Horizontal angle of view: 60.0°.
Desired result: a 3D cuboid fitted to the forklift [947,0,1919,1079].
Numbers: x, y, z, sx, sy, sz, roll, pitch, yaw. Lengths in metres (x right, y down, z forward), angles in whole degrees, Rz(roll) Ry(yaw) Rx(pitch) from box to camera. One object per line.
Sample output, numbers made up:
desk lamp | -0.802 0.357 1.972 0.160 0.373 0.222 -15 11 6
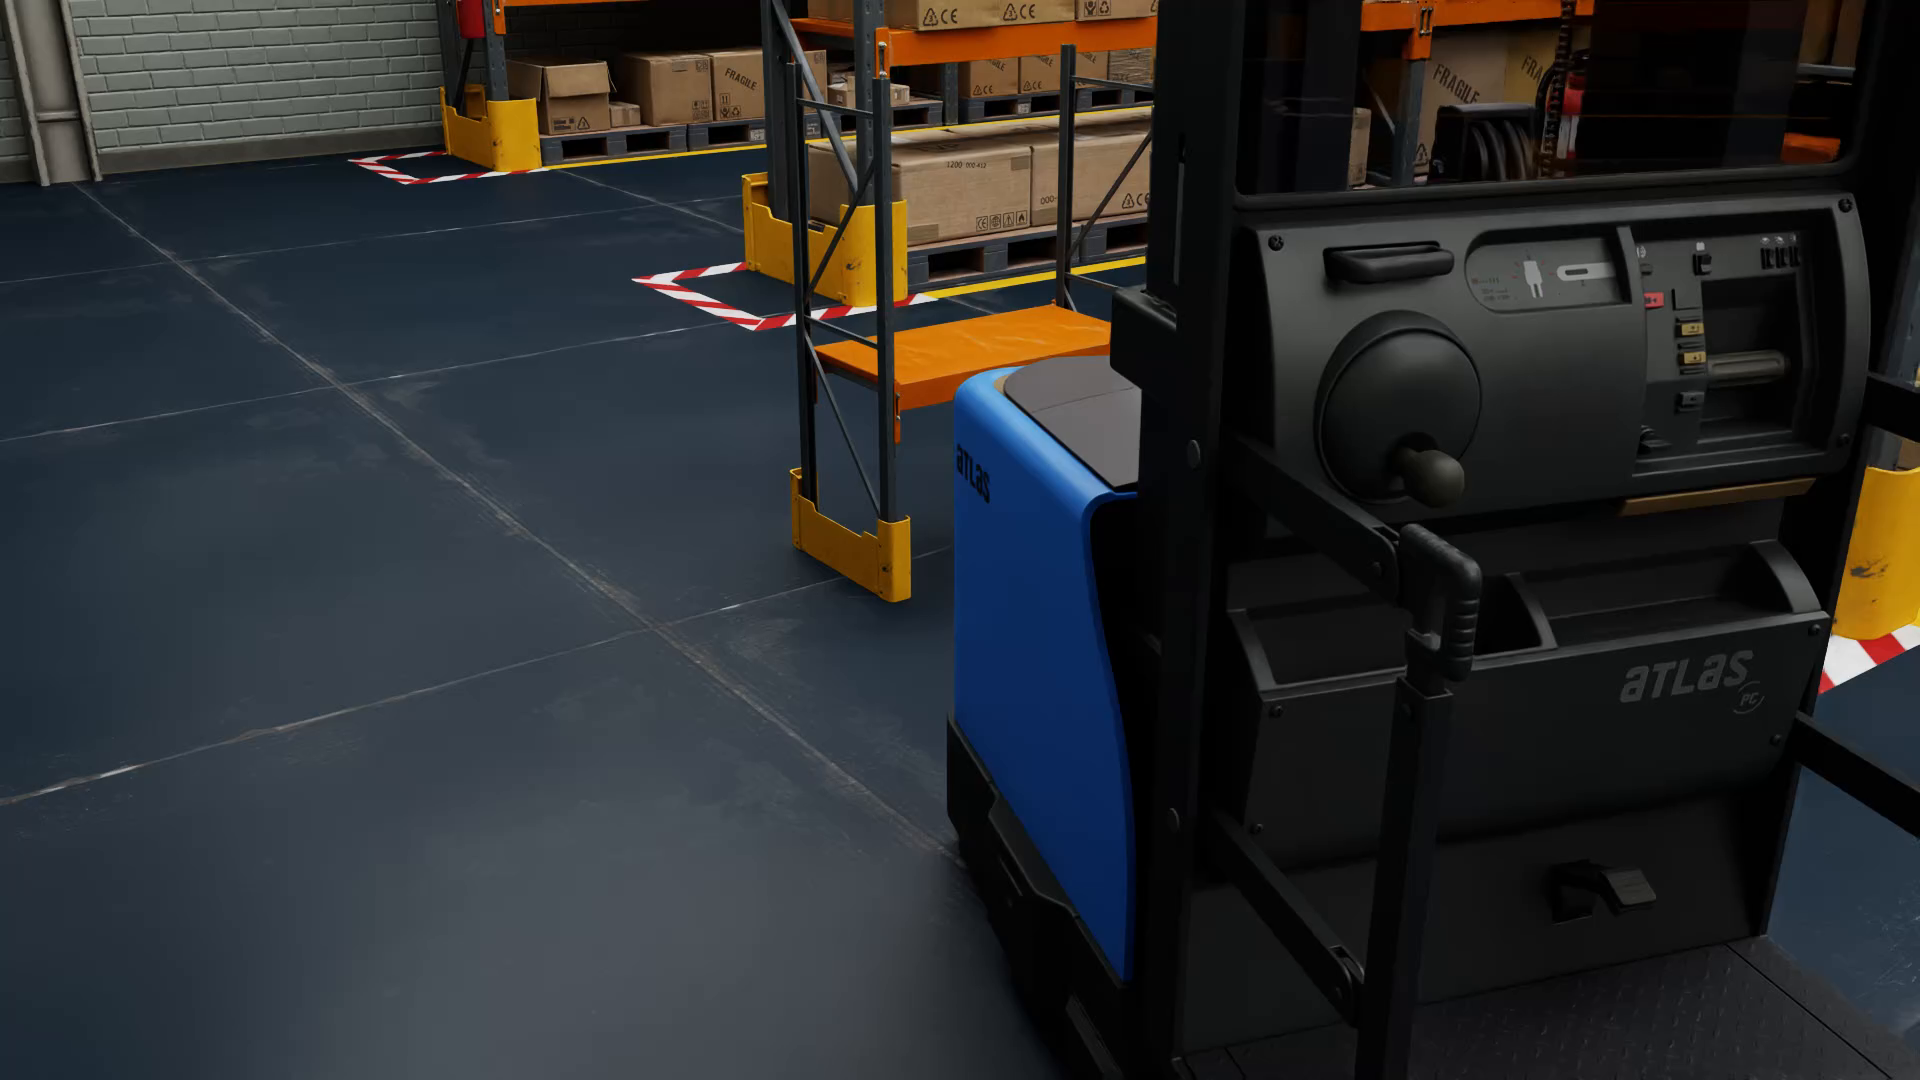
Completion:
forklift | 0.889 -0.239 2.041 1.130 2.935 3.031 -6 23 -16

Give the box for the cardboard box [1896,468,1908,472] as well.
cardboard box | 2.883 -0.184 5.090 0.250 0.149 0.380 -14 26 -32

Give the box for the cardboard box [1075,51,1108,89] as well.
cardboard box | 1.001 -4.417 15.225 0.500 0.500 0.500 -16 27 -34

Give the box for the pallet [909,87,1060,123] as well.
pallet | 0.281 -4.014 15.170 1.213 0.211 1.003 -15 26 -33

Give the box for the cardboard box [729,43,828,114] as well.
cardboard box | -1.493 -3.792 13.657 0.500 0.500 0.700 -16 27 -35

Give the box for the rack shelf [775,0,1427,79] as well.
rack shelf | 0.922 -2.862 9.492 4.000 0.370 1.077 -15 26 -33

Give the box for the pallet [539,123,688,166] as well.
pallet | -2.896 -3.150 13.005 1.213 0.211 1.003 -15 26 -33

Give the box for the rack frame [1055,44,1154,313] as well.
rack frame | 0.482 -0.825 5.440 0.032 1.500 0.500 -15 26 -33

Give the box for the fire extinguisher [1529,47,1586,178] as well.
fire extinguisher | 1.797 -1.171 4.891 0.183 0.674 0.296 -15 26 -33

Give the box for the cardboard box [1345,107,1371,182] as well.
cardboard box | 1.973 -2.530 10.581 0.875 0.438 0.875 -15 26 -34

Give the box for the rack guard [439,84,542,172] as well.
rack guard | -3.542 -3.111 12.518 0.348 0.500 1.175 -15 26 -33

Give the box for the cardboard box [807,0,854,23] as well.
cardboard box | -0.465 -2.994 8.716 0.500 0.500 0.500 -15 26 -33

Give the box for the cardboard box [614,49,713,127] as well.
cardboard box | -2.335 -3.567 13.094 0.500 0.500 0.700 -14 26 -31

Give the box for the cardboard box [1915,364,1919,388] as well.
cardboard box | 2.895 -0.454 4.965 0.250 0.149 0.380 -16 27 -35

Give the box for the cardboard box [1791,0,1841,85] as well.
cardboard box | 2.486 -1.655 4.961 0.500 0.500 0.500 -14 26 -32

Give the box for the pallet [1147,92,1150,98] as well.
pallet | 2.262 -4.542 16.494 1.213 0.211 1.003 -15 26 -33

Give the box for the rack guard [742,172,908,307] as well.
rack guard | -0.721 -1.597 8.724 0.348 0.500 1.175 -15 26 -33

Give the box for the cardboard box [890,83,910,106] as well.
cardboard box | -0.638 -3.783 14.111 0.250 0.149 0.380 -16 27 -34

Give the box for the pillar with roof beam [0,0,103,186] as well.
pillar with roof beam | -3.805 -5.434 6.873 0.400 9.000 9.100 -15 26 -33

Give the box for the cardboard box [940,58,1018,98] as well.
cardboard box | 0.167 -4.193 14.662 0.500 0.500 0.500 -14 25 -31

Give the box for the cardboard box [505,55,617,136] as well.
cardboard box | -3.052 -3.395 12.659 0.637 0.503 0.797 -16 27 -35

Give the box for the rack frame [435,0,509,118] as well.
rack frame | -3.604 -4.256 12.014 0.127 3.000 1.000 -15 26 -33

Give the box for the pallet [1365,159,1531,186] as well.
pallet | 3.127 -2.524 11.436 1.213 0.211 1.003 -15 26 -33

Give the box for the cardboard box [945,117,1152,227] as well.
cardboard box | 0.513 -2.142 9.607 0.875 0.438 0.875 -14 26 -31

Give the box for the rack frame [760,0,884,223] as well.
rack frame | -0.702 -2.763 8.274 0.127 3.000 1.000 -15 26 -33

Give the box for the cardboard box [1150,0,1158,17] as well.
cardboard box | 1.070 -3.163 9.141 0.500 0.500 0.500 -14 26 -31

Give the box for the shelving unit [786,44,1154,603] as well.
shelving unit | 0.062 -0.713 5.160 1.083 1.500 0.587 -15 26 -33

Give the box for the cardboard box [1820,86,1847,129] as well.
cardboard box | 2.594 -1.377 5.140 0.250 0.149 0.380 -15 26 -33

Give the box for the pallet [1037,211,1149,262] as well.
pallet | 0.891 -1.927 9.941 1.213 0.211 1.003 -15 26 -33

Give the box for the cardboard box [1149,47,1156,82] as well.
cardboard box | 1.837 -4.646 15.798 0.500 0.500 0.500 -14 25 -31

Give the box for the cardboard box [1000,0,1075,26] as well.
cardboard box | 0.250 -2.945 8.594 0.500 0.500 0.500 -15 26 -34

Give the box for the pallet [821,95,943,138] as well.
pallet | -0.915 -3.678 14.329 1.213 0.211 1.003 -15 26 -33

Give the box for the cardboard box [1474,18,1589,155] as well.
cardboard box | 3.730 -3.193 11.652 0.875 0.875 0.875 -14 26 -31

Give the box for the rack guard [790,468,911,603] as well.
rack guard | -0.342 -0.025 5.121 0.087 0.250 0.587 -15 26 -33

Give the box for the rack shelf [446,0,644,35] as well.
rack shelf | -1.980 -4.354 13.232 4.000 0.370 1.077 -15 26 -33
